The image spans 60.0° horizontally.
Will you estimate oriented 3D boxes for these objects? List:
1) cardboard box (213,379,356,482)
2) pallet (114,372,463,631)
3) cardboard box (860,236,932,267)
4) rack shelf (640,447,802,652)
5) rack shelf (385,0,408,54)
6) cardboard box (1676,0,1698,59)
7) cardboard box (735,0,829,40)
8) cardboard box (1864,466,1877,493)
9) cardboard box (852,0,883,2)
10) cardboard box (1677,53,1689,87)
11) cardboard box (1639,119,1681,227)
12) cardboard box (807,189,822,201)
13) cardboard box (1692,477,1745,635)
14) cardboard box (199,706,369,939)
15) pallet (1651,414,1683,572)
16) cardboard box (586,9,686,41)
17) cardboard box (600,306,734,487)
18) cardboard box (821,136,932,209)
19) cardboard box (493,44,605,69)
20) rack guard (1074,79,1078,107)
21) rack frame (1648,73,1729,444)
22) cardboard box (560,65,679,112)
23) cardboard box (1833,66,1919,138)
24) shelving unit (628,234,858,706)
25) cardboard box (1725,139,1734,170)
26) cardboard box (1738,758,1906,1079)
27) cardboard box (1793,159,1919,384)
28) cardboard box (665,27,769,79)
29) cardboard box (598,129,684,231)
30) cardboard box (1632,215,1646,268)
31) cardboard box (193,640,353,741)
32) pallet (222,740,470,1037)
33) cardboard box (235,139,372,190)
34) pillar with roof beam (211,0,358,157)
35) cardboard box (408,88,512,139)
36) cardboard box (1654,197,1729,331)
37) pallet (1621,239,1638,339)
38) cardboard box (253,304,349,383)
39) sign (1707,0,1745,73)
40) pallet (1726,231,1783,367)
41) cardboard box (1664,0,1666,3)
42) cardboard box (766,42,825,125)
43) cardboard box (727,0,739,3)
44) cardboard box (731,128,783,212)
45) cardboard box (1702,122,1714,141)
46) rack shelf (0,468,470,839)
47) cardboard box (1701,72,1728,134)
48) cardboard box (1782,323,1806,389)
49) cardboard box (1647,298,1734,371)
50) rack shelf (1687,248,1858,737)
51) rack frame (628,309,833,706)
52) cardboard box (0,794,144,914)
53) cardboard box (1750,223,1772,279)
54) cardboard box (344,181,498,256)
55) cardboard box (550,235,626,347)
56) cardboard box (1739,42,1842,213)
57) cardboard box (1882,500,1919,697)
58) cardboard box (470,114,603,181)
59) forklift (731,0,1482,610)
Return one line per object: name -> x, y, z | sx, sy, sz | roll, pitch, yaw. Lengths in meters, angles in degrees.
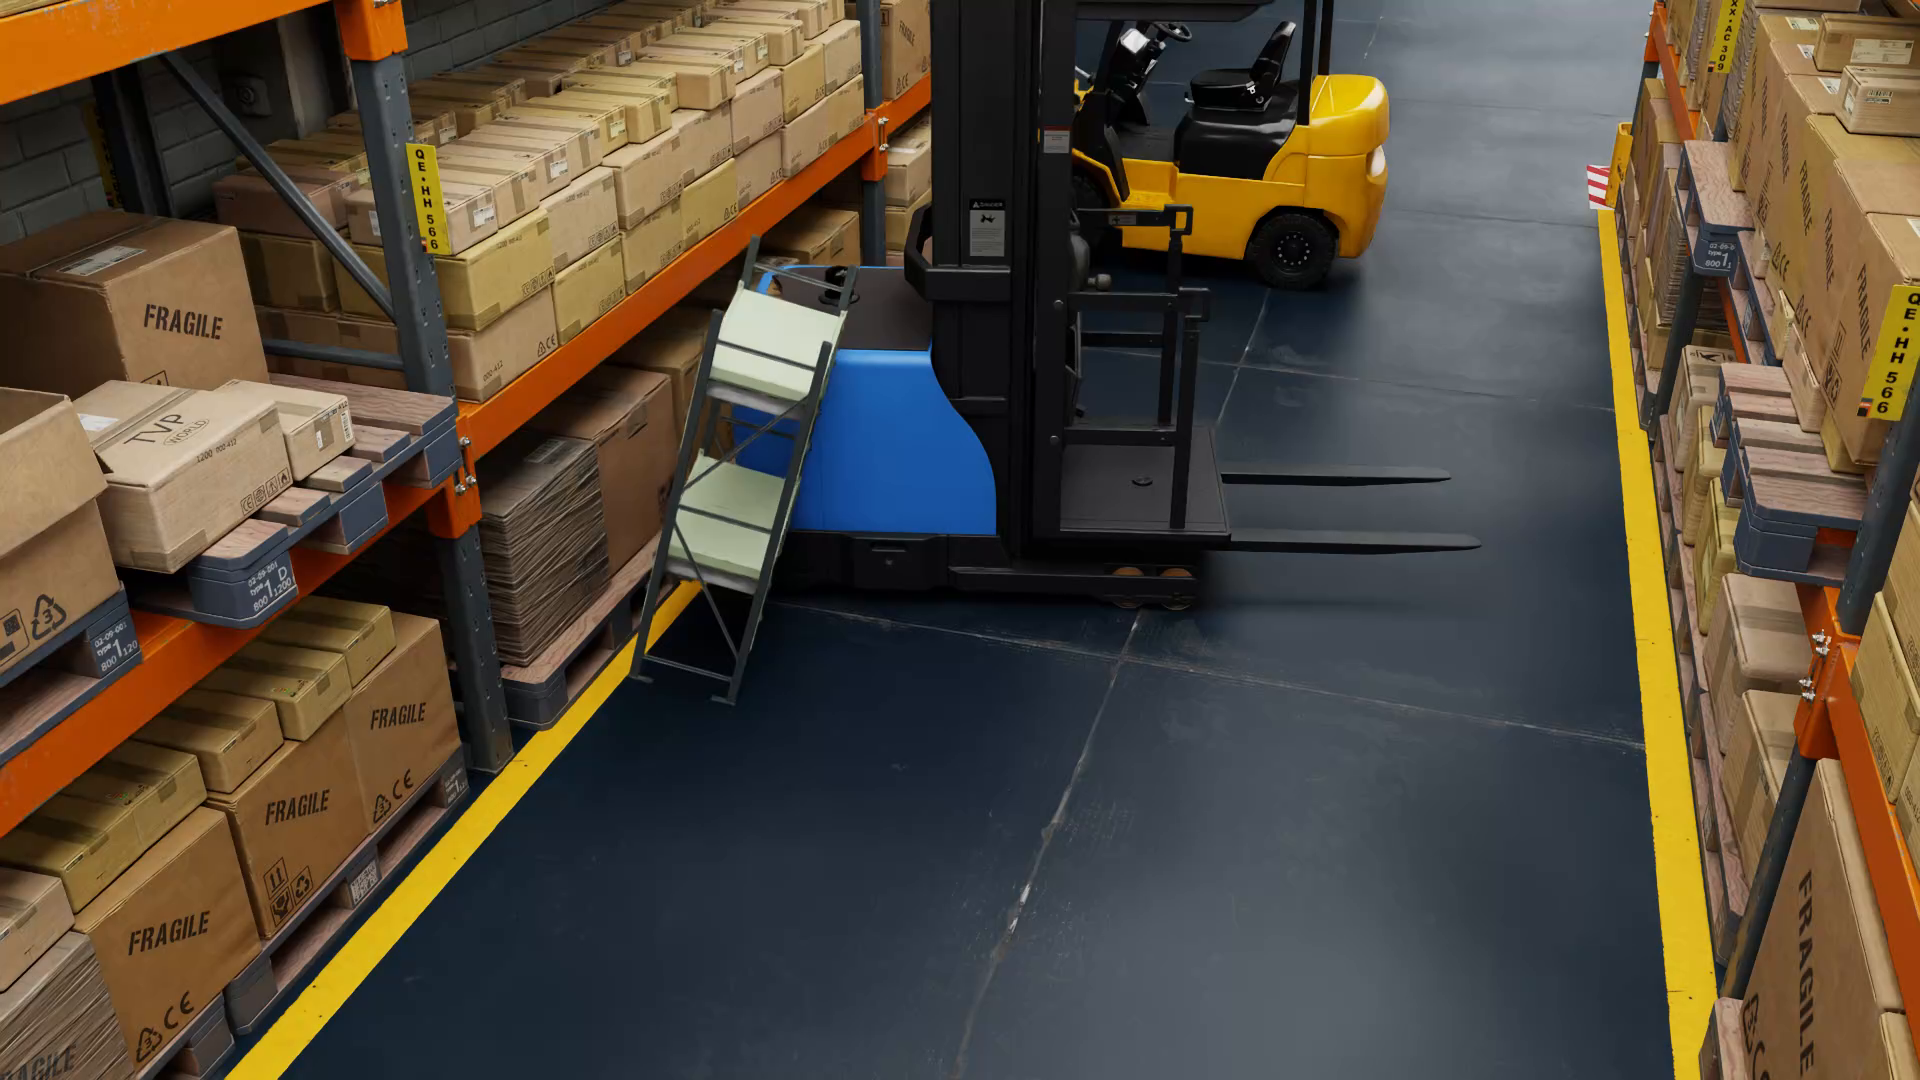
cardboard box -> -1.893, -0.303, 4.535 | 0.380, 0.149, 0.250 | 9, 30, 16
pallet -> -2.199, -0.180, 4.686 | 1.213, 0.211, 1.003 | 8, 30, 15
cardboard box -> -0.435, -1.607, 9.450 | 0.500, 0.250, 0.500 | 9, 30, 15
rack shelf -> -0.884, 0.023, 6.233 | 0.431, 0.370, 0.720 | 16, 29, -5
rack shelf -> -1.480, -2.515, 6.340 | 1.077, 0.370, 4.000 | 8, 30, 15
cardboard box -> 4.184, -2.878, 8.929 | 0.500, 0.500, 0.500 | 8, 30, 14
cardboard box -> -0.840, -2.462, 7.820 | 0.380, 0.149, 0.250 | 8, 30, 14
cardboard box -> 2.550, -0.142, 4.246 | 0.380, 0.149, 0.250 | 10, 31, 17
cardboard box -> -0.548, -2.886, 8.581 | 0.380, 0.149, 0.250 | 8, 30, 14
cardboard box -> 4.095, -2.536, 8.982 | 0.380, 0.149, 0.250 | 9, 30, 15
cardboard box -> 4.215, -2.088, 9.542 | 0.500, 0.500, 0.500 | 9, 30, 16
cardboard box -> -0.934, -2.123, 9.349 | 0.500, 0.250, 0.500 | 9, 30, 16
cardboard box -> 3.291, 0.126, 6.210 | 0.950, 0.372, 0.625 | 10, 30, 17
cardboard box -> -2.143, 0.778, 4.905 | 0.500, 0.500, 0.500 | 8, 30, 14
pallet -> 3.626, -0.161, 7.322 | 1.003, 0.211, 1.213 | 8, 30, 15
cardboard box -> -1.460, -2.287, 7.506 | 0.380, 0.149, 0.250 | 8, 30, 14
cardboard box -> -1.490, -0.640, 7.326 | 0.875, 0.625, 0.625 | 7, 30, 13
cardboard box -> -0.451, -2.047, 9.212 | 0.500, 0.250, 0.500 | 8, 30, 14
cardboard box -> -1.694, -1.940, 6.882 | 0.380, 0.149, 0.250 | 9, 30, 15
rack guard -> 0.288, -3.226, 12.534 | 1.175, 0.500, 0.348 | 8, 30, 15
rack frame -> 3.853, -1.741, 7.295 | 1.000, 3.000, 0.127 | 8, 30, 15
cardboard box -> -1.340, -1.758, 6.555 | 0.380, 0.149, 0.250 | 8, 30, 15
cardboard box -> 2.889, -1.324, 5.036 | 0.380, 0.149, 0.250 | 7, 30, 12
shelving unit -> -0.793, -0.247, 6.076 | 0.431, 1.500, 0.755 | 16, 29, -5
cardboard box -> 3.389, -1.603, 6.873 | 0.380, 0.149, 0.250 | 9, 30, 16
cardboard box -> 2.397, 1.172, 3.812 | 0.875, 0.875, 0.875 | 8, 30, 14
cardboard box -> 2.688, -0.732, 4.640 | 0.500, 0.500, 0.500 | 8, 30, 14
cardboard box -> -1.049, -2.102, 7.173 | 0.380, 0.149, 0.250 | 8, 30, 14
cardboard box -> -1.385, -1.386, 6.297 | 0.500, 0.250, 0.500 | 8, 30, 14
cardboard box -> 4.221, -1.755, 9.716 | 0.500, 0.250, 0.500 | 11, 31, 18
cardboard box -> -2.021, 0.433, 4.857 | 0.380, 0.149, 0.250 | 7, 30, 12
pallet -> -2.323, 0.971, 5.287 | 1.003, 0.211, 1.213 | 8, 30, 15
cardboard box -> -2.195, -1.234, 5.612 | 0.380, 0.149, 0.250 | 9, 30, 16
pillar with roof beam -> 1.569, -3.331, 3.981 | 9.100, 9.000, 0.400 | 8, 30, 15
cardboard box -> -1.905, -1.580, 6.234 | 0.380, 0.149, 0.250 | 8, 30, 15
cardboard box -> 3.770, -1.364, 8.242 | 0.500, 0.500, 0.500 | 8, 30, 14
pallet -> 4.372, -1.409, 9.565 | 1.003, 0.211, 1.213 | 8, 30, 15
cardboard box -> -2.180, -0.769, 5.701 | 0.500, 0.250, 0.500 | 8, 30, 14
sign -> 3.332, -2.193, 7.217 | 0.100, 0.325, 0.005 | 8, 30, 15
pallet -> 3.221, -0.724, 5.664 | 1.003, 0.211, 1.213 | 8, 30, 15
cardboard box -> 4.623, -3.593, 10.215 | 0.500, 0.500, 0.500 | 8, 30, 14
cardboard box -> -0.937, -2.096, 7.572 | 0.500, 0.250, 0.500 | 8, 30, 14
cardboard box -> -1.201, -2.642, 8.144 | 0.380, 0.149, 0.250 | 8, 30, 14
cardboard box -> -1.108, -1.650, 7.285 | 0.500, 0.250, 0.500 | 9, 30, 15
cardboard box -> 3.656, -1.824, 7.702 | 0.380, 0.149, 0.250 | 8, 30, 14
rack shelf -> -2.654, 0.655, 3.727 | 1.077, 0.370, 4.000 | 8, 30, 15
cardboard box -> 3.746, -2.157, 7.633 | 0.500, 0.500, 0.500 | 8, 30, 14
cardboard box -> 2.672, -0.516, 4.919 | 0.380, 0.149, 0.250 | 7, 30, 12
cardboard box -> 3.769, -1.036, 8.424 | 0.500, 0.250, 0.500 | 10, 31, 17
rack shelf -> 3.266, -0.497, 5.799 | 1.077, 0.370, 4.000 | 8, 30, 15
rack frame -> -0.815, -0.069, 5.757 | 0.400, 1.500, 0.023 | 16, 29, -5
cardboard box -> -2.334, 0.782, 4.231 | 0.380, 0.149, 0.250 | 8, 30, 14
cardboard box -> 2.979, -1.002, 5.791 | 0.380, 0.149, 0.250 | 10, 31, 17
cardboard box -> -1.692, -1.022, 5.232 | 0.380, 0.149, 0.250 | 9, 30, 16
cardboard box -> -1.551, -0.928, 5.986 | 0.500, 0.250, 0.500 | 8, 30, 14
cardboard box -> 3.136, -1.461, 5.950 | 0.500, 0.500, 0.500 | 8, 30, 15
cardboard box -> 2.294, 0.165, 3.508 | 0.500, 0.250, 0.500 | 8, 30, 15
cardboard box -> -1.500, -1.393, 5.898 | 0.380, 0.149, 0.250 | 9, 30, 15
forklift -> 0.624, -1.264, 6.507 | 3.031, 2.935, 1.130 | 2, 29, 3
